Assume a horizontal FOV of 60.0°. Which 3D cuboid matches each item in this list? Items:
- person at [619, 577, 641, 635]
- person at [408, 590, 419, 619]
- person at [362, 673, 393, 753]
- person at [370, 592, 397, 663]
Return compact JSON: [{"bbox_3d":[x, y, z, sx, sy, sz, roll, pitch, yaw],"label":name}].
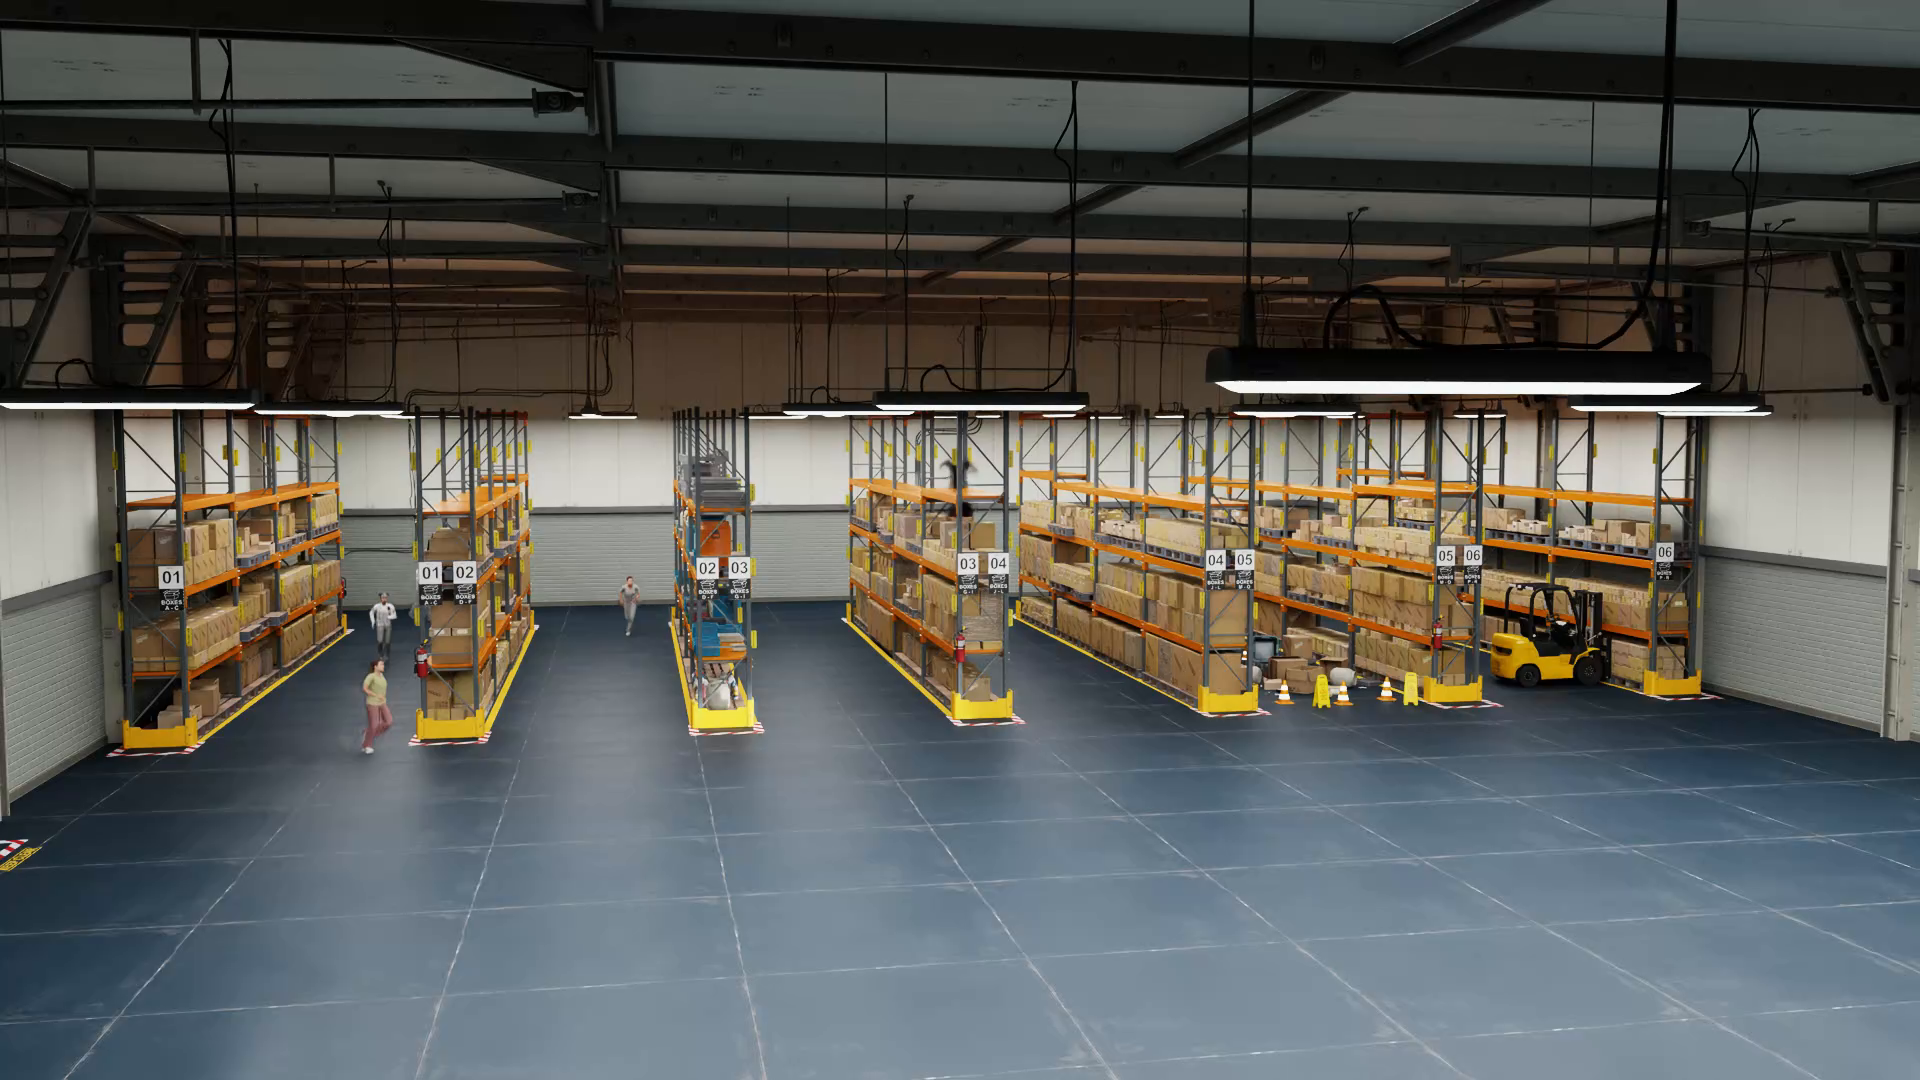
[{"bbox_3d":[-8.880,1.764,44.753,0.561,1.600,0.705,-1,4,-13],"label":"person"},{"bbox_3d":[-15.417,1.441,47.885,0.932,1.839,0.672,1,4,19],"label":"person"},{"bbox_3d":[-10.124,2.986,28.961,0.519,1.372,0.584,1,4,20],"label":"person"},{"bbox_3d":[-13.648,2.082,39.376,0.594,1.718,0.695,-2,4,-21],"label":"person"}]
